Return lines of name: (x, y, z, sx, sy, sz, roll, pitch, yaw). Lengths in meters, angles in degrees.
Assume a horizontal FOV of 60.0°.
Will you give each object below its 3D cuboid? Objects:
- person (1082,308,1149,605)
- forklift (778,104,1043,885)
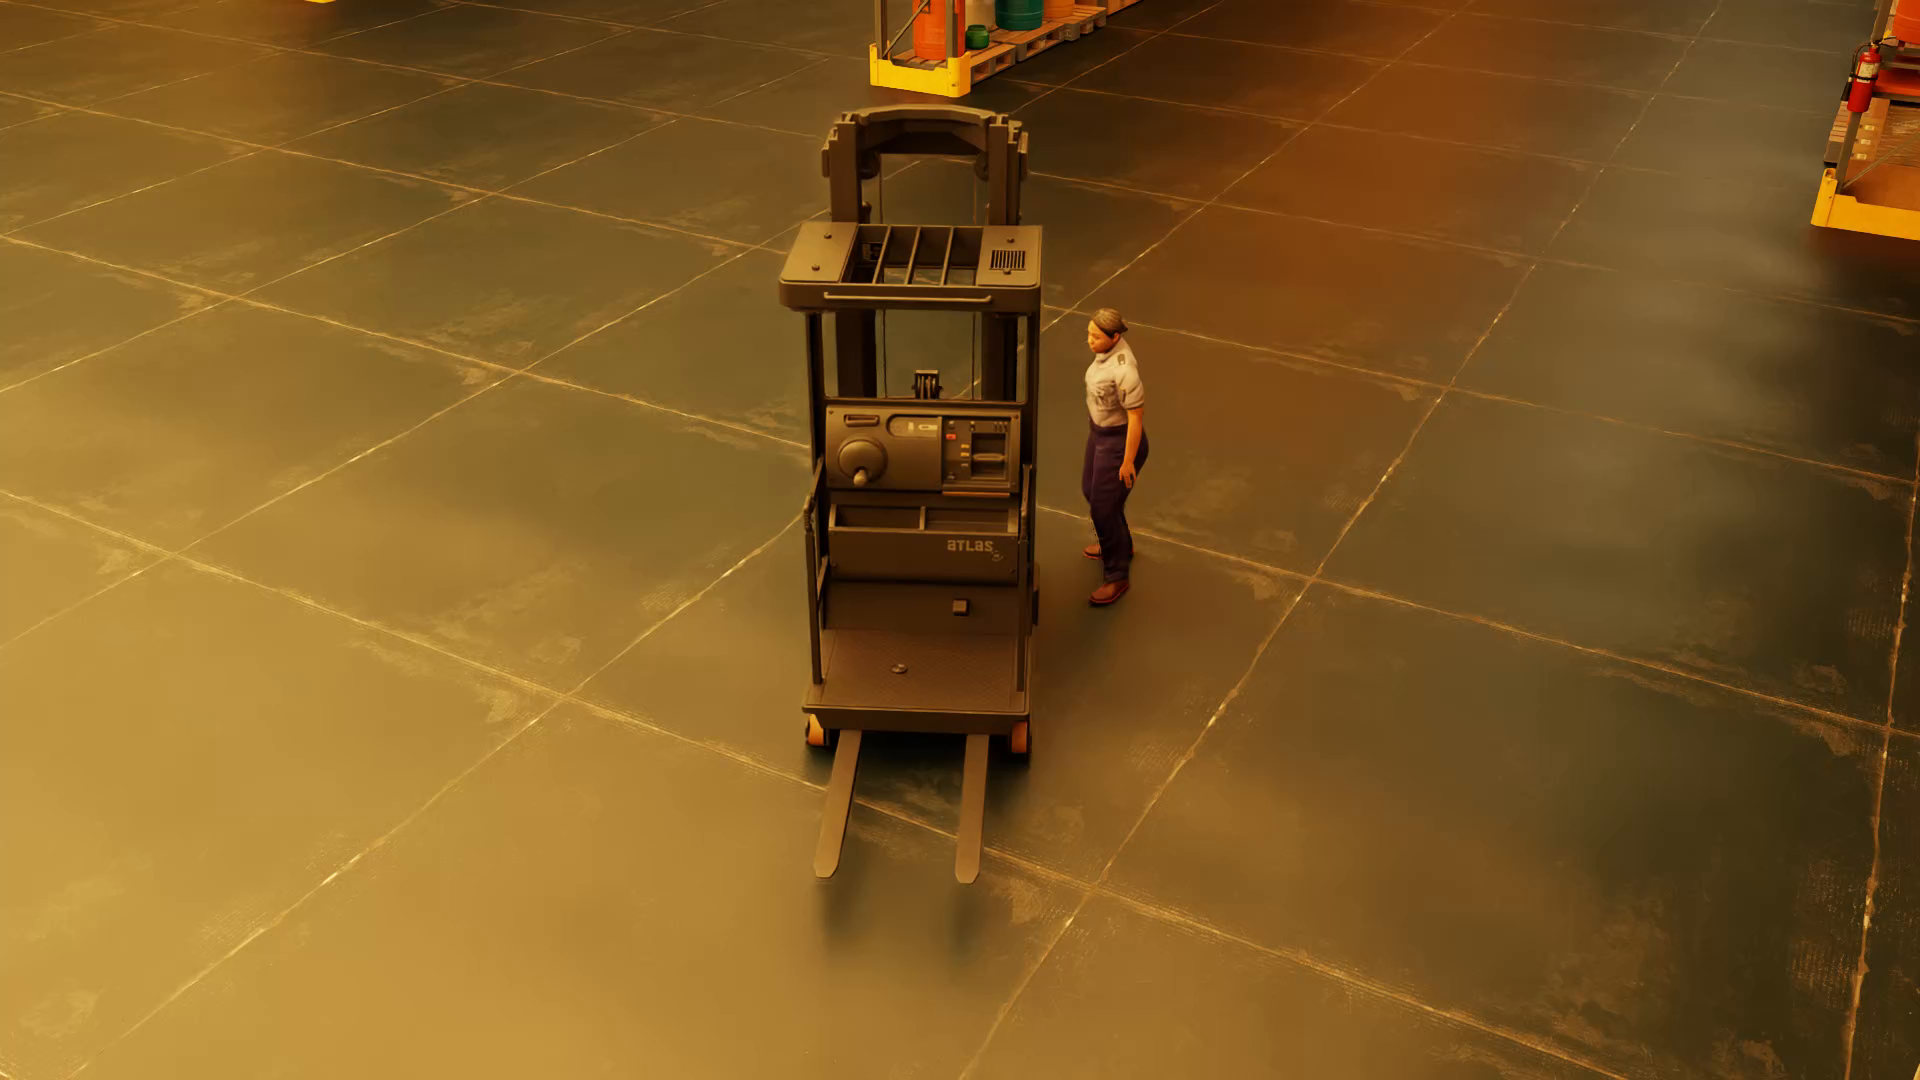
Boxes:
person: (0.866, -0.533, 9.315, 0.374, 1.624, 0.805, -4, 30, -7)
forklift: (-0.186, -0.387, 7.742, 1.130, 2.935, 3.031, 2, 30, 3)
